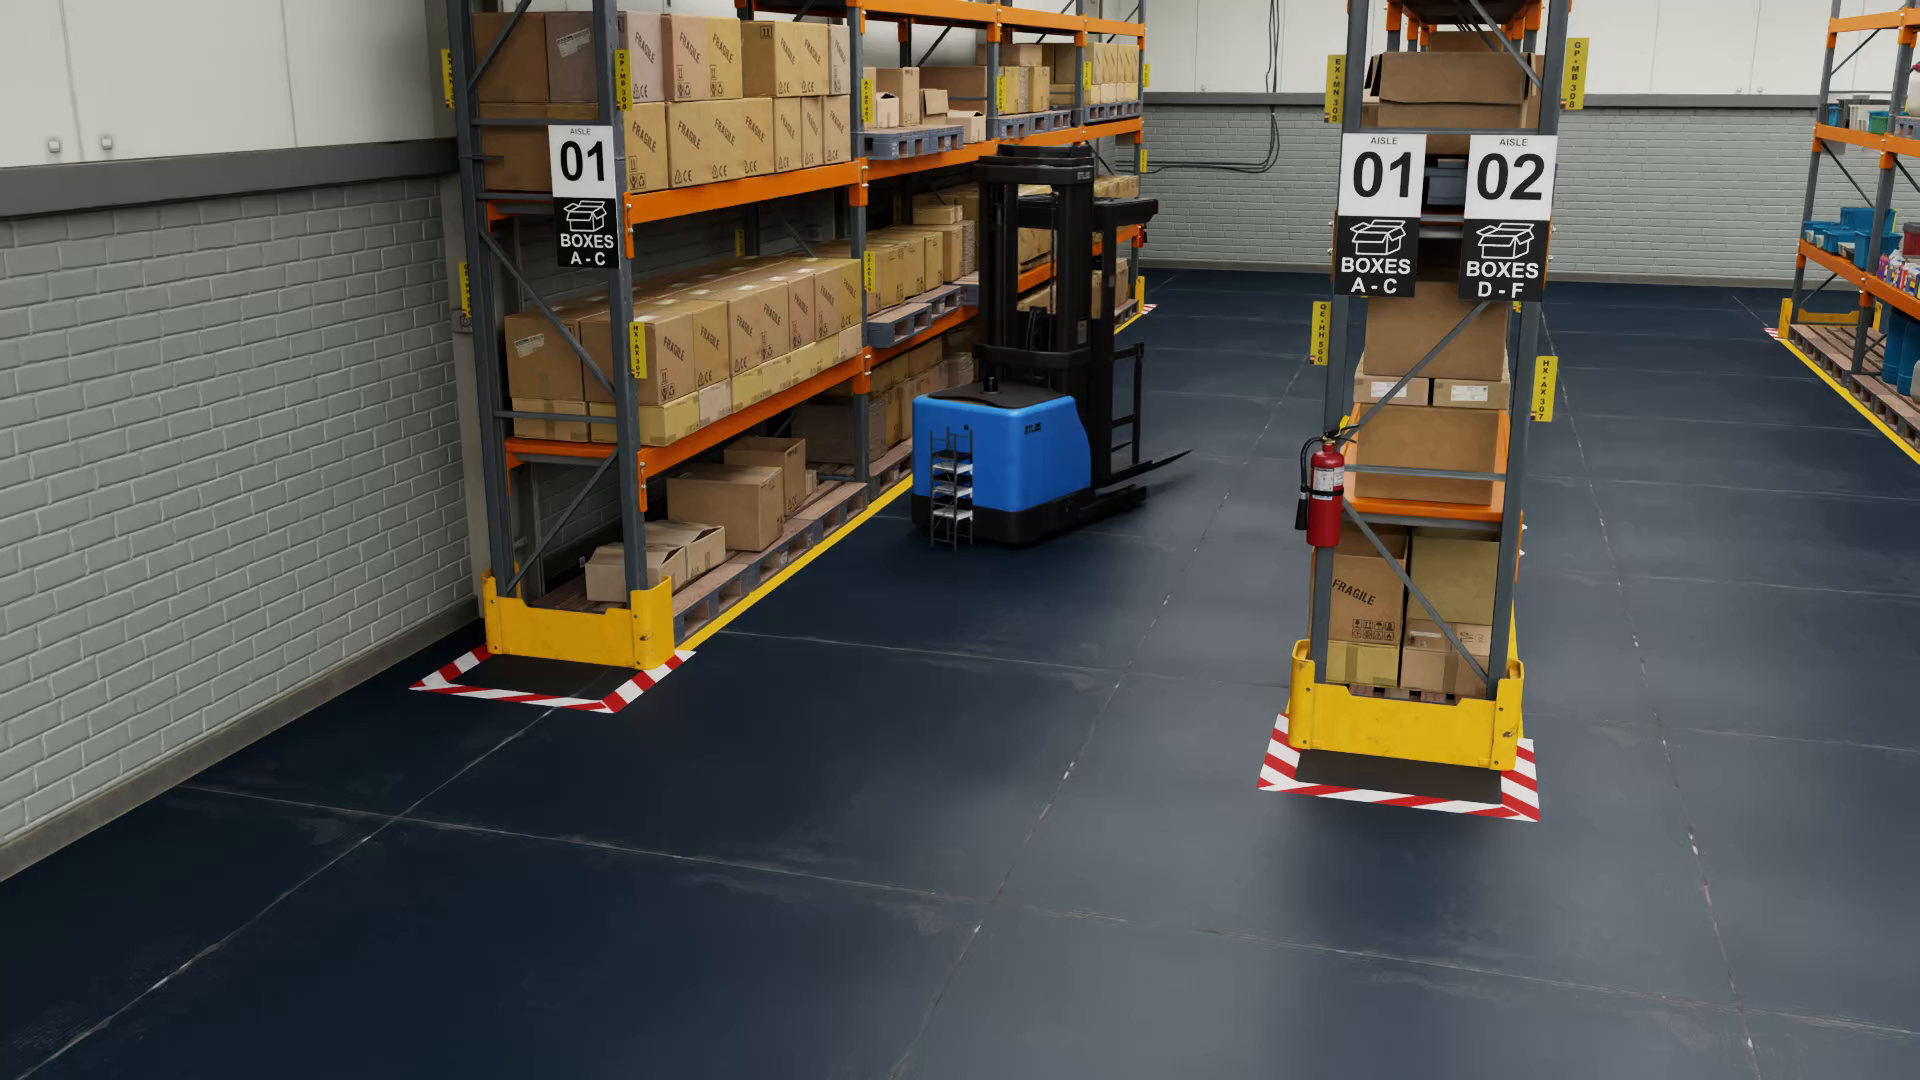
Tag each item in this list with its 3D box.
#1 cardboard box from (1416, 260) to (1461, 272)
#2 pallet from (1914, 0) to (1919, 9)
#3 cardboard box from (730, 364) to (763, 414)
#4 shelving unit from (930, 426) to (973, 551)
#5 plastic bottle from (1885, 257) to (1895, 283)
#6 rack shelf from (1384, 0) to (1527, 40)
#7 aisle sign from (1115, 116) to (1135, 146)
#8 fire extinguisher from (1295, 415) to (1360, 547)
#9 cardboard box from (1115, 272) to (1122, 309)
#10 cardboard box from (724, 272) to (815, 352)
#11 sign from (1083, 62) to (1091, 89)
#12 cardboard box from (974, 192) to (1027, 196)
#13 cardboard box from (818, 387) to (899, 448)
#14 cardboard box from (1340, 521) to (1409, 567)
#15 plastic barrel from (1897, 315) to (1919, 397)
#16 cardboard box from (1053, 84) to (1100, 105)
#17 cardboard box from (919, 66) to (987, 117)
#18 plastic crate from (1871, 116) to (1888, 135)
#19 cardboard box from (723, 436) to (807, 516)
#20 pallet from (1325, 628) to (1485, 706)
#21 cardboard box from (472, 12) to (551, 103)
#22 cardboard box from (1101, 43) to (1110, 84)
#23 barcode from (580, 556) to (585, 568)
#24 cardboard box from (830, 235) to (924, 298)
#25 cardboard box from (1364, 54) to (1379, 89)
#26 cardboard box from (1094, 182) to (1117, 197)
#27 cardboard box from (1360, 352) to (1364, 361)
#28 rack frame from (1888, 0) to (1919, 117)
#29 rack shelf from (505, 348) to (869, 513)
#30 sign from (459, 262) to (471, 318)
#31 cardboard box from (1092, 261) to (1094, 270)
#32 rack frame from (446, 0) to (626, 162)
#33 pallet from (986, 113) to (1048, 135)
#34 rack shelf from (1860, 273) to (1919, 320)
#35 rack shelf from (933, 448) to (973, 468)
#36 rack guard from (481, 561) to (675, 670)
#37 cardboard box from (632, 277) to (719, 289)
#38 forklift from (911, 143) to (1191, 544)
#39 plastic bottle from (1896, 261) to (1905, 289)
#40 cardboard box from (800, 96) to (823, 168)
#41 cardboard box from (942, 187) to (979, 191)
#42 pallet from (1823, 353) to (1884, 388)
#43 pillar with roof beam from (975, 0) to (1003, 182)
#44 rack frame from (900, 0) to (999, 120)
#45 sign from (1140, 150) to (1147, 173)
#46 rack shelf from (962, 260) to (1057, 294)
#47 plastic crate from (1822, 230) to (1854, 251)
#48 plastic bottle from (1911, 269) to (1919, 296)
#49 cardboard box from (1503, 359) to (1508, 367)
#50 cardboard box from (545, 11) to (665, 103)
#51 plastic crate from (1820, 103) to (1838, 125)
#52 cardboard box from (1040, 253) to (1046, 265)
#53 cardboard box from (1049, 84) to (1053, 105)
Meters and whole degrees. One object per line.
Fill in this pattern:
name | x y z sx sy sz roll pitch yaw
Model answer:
cardboard box | 2.669 -1.285 9.302 0.700 0.500 0.500 4 16 14
pallet | 10.318 -5.478 16.731 1.003 0.211 1.213 5 16 16
cardboard box | -1.658 -1.033 11.213 0.500 0.250 0.500 4 16 15
shelving unit | -0.064 -0.389 12.550 0.258 0.900 0.210 11 19 35
plastic bottle | 9.929 -2.877 17.712 0.097 0.271 0.097 0 16 0
rack shelf | 4.070 -4.257 13.398 1.077 0.370 4.000 5 16 16
aisle sign | 2.470 -6.155 24.269 0.394 0.787 0.004 5 16 16
fire extinguisher | 1.886 -0.308 8.558 0.296 0.674 0.183 5 16 16
cardboard box | 1.917 -3.586 23.788 0.700 0.500 0.500 5 16 16
cardboard box | -1.376 -1.658 12.042 0.500 0.500 0.500 4 16 14
sign | 1.548 -5.666 20.287 0.100 0.325 0.005 5 16 16
cardboard box | 0.416 -3.617 17.945 0.500 0.250 0.500 4 16 15
cardboard box | -0.957 -1.111 15.025 0.700 0.500 0.500 4 16 15
cardboard box | 2.502 -0.006 10.248 0.500 0.500 0.500 5 16 16
plastic barrel | 10.151 -1.960 17.320 0.600 0.901 0.708 5 16 16
cardboard box | 1.474 -5.644 21.055 0.500 0.250 0.500 5 16 16
cardboard box | -0.032 -4.648 17.231 0.700 0.500 0.500 3 16 12
plastic crate | 10.354 -4.569 18.334 0.450 0.188 0.662 5 16 16
cardboard box | -1.505 -0.504 12.883 0.500 0.500 0.500 3 16 12
pallet | 2.542 0.798 9.627 1.003 0.211 1.213 5 16 16
cardboard box | -2.513 -2.838 9.788 0.500 0.500 0.500 5 17 18
cardboard box | 1.637 -6.144 21.444 0.500 0.500 0.500 4 16 15
barcode | -2.481 0.145 10.926 0.001 0.075 0.075 5 16 16
cardboard box | -0.748 -2.480 15.086 0.700 0.500 0.500 7 17 24
cardboard box | 2.913 -2.727 10.235 0.797 0.503 0.637 7 17 22
cardboard box | 1.605 -4.529 22.750 0.980 0.700 0.700 4 16 13
cardboard box | 2.437 -0.950 9.310 0.380 0.149 0.250 4 16 15
rack frame | 10.524 -5.980 17.422 1.000 3.000 0.127 5 16 16
rack shelf | -1.817 -0.900 11.824 1.077 0.370 4.000 5 16 16
sign | -2.912 -1.480 9.850 0.100 0.325 0.005 5 16 16
cardboard box | 1.688 -3.880 23.633 0.380 0.149 0.250 5 17 16
rack frame | -2.385 -3.609 9.062 1.000 3.000 0.127 5 16 16
pallet | 0.335 -4.633 18.517 1.003 0.211 1.213 5 17 18
rack shelf | 9.955 -2.225 16.494 1.077 0.370 4.000 5 16 16
rack shelf | -0.064 -0.616 12.486 0.258 0.077 0.200 11 19 35
rack guard | -2.364 0.460 10.292 1.175 0.500 0.348 5 16 16
cardboard box | -2.017 -1.559 11.693 0.500 0.500 0.500 5 17 17
forklift | 0.897 -1.724 13.535 1.130 2.935 3.031 11 19 35
plastic bottle | 9.758 -2.743 17.216 0.061 0.283 0.133 5 16 16
cardboard box | -1.311 -2.988 12.148 0.500 0.500 0.500 3 16 11
cardboard box | 0.068 -3.785 18.539 0.500 0.250 0.500 4 16 14
pallet | 10.695 -1.948 19.310 1.003 0.211 1.213 5 16 16
pillar with roof beam | 4.522 -6.665 19.836 9.100 9.000 0.400 5 16 16
rack frame | -0.112 -5.702 16.441 1.000 3.000 0.127 5 16 16
sign | 2.678 -5.534 24.287 0.100 0.325 0.005 5 16 16
rack shelf | 0.457 -2.993 19.203 1.077 0.370 4.000 5 16 16
plastic crate | 10.900 -3.705 20.593 0.416 0.233 0.300 5 16 16
plastic bottle | 9.611 -2.584 16.678 0.097 0.271 0.097 0 16 0
cardboard box | 2.828 -0.920 9.205 0.380 0.149 0.250 5 16 16
cardboard box | -2.043 -2.787 9.608 0.500 0.500 0.500 3 16 12
plastic crate | 11.284 -5.442 21.260 0.497 0.269 0.590 5 16 16
cardboard box | 0.797 -3.312 19.432 0.380 0.149 0.250 4 16 14
cardboard box | 0.995 -5.681 21.185 0.500 0.250 0.500 5 17 16
